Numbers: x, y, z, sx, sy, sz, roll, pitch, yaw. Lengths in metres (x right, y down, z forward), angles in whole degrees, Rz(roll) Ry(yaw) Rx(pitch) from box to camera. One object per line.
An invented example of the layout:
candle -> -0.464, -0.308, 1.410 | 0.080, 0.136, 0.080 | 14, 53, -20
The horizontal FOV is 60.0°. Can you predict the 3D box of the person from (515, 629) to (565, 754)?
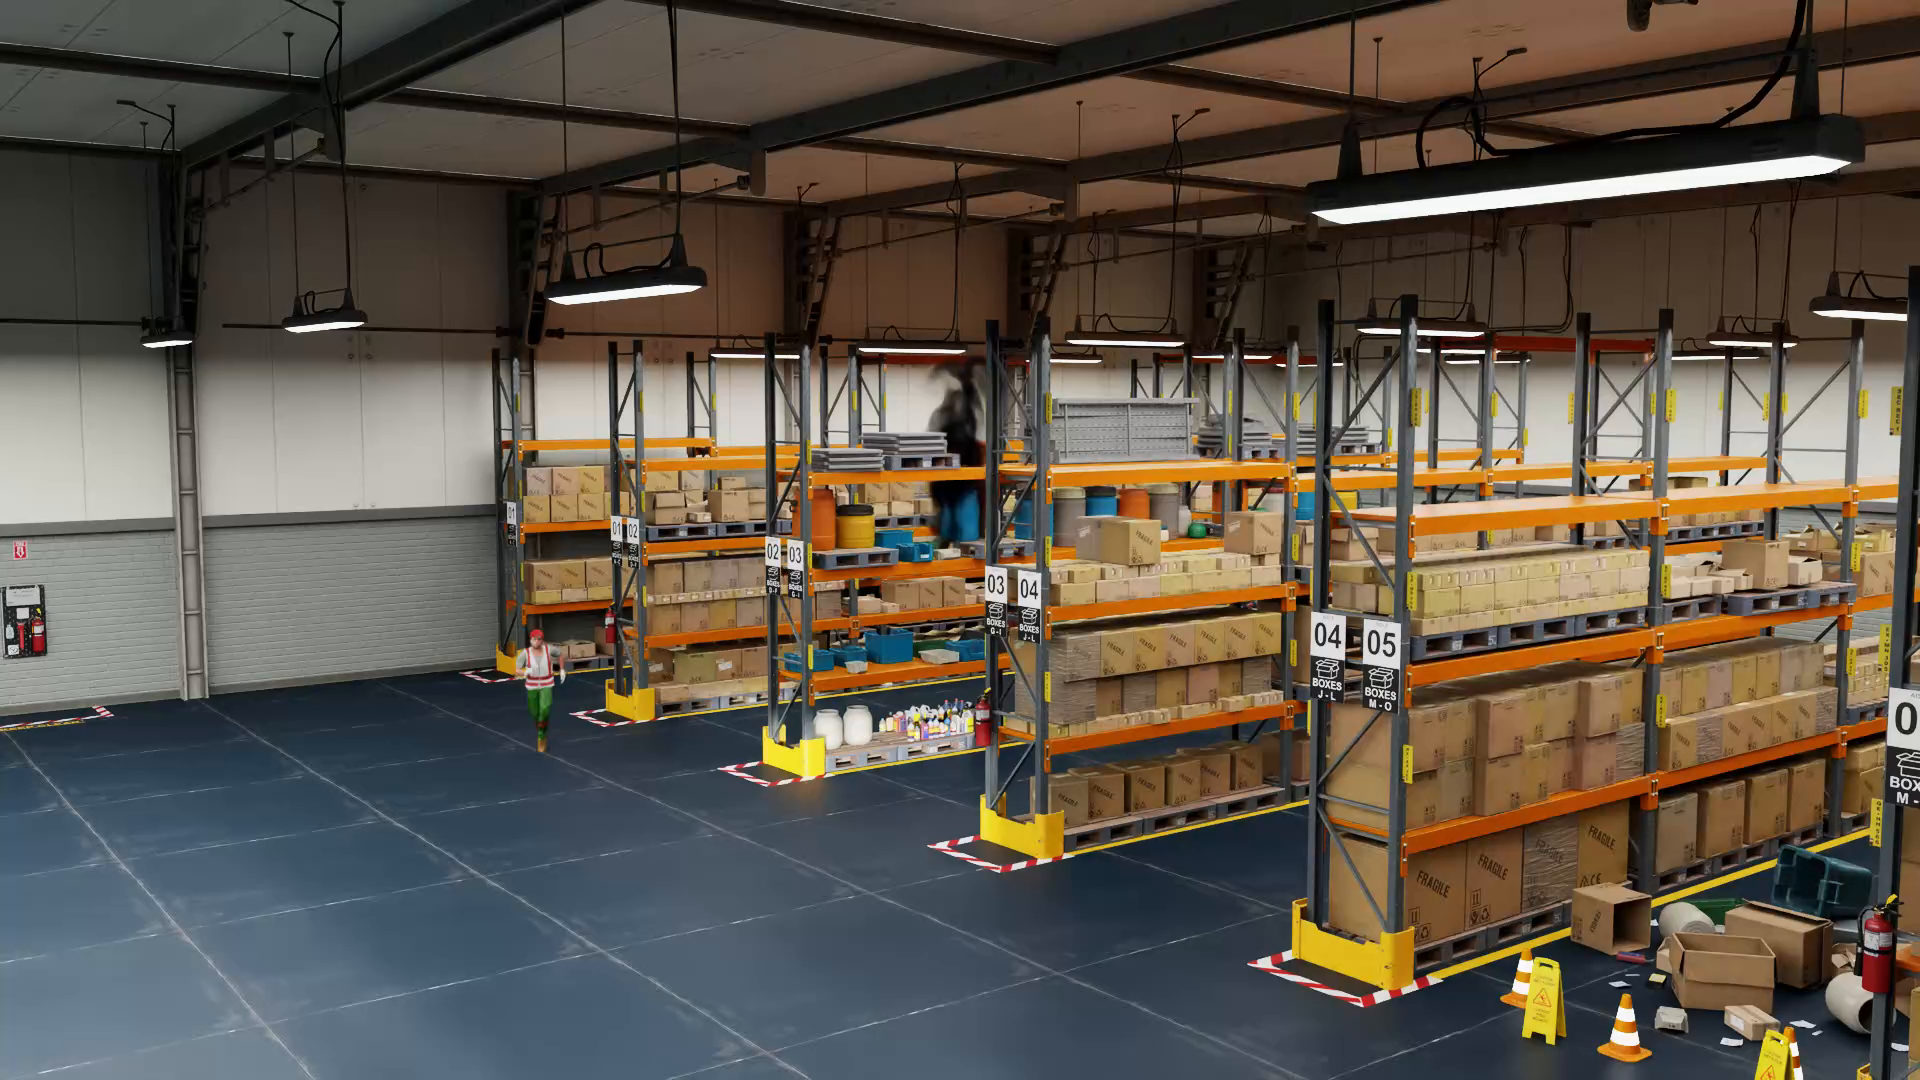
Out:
person -> -6.078, 2.165, 24.071 | 0.692, 1.800, 0.850 | -1, 5, -12
